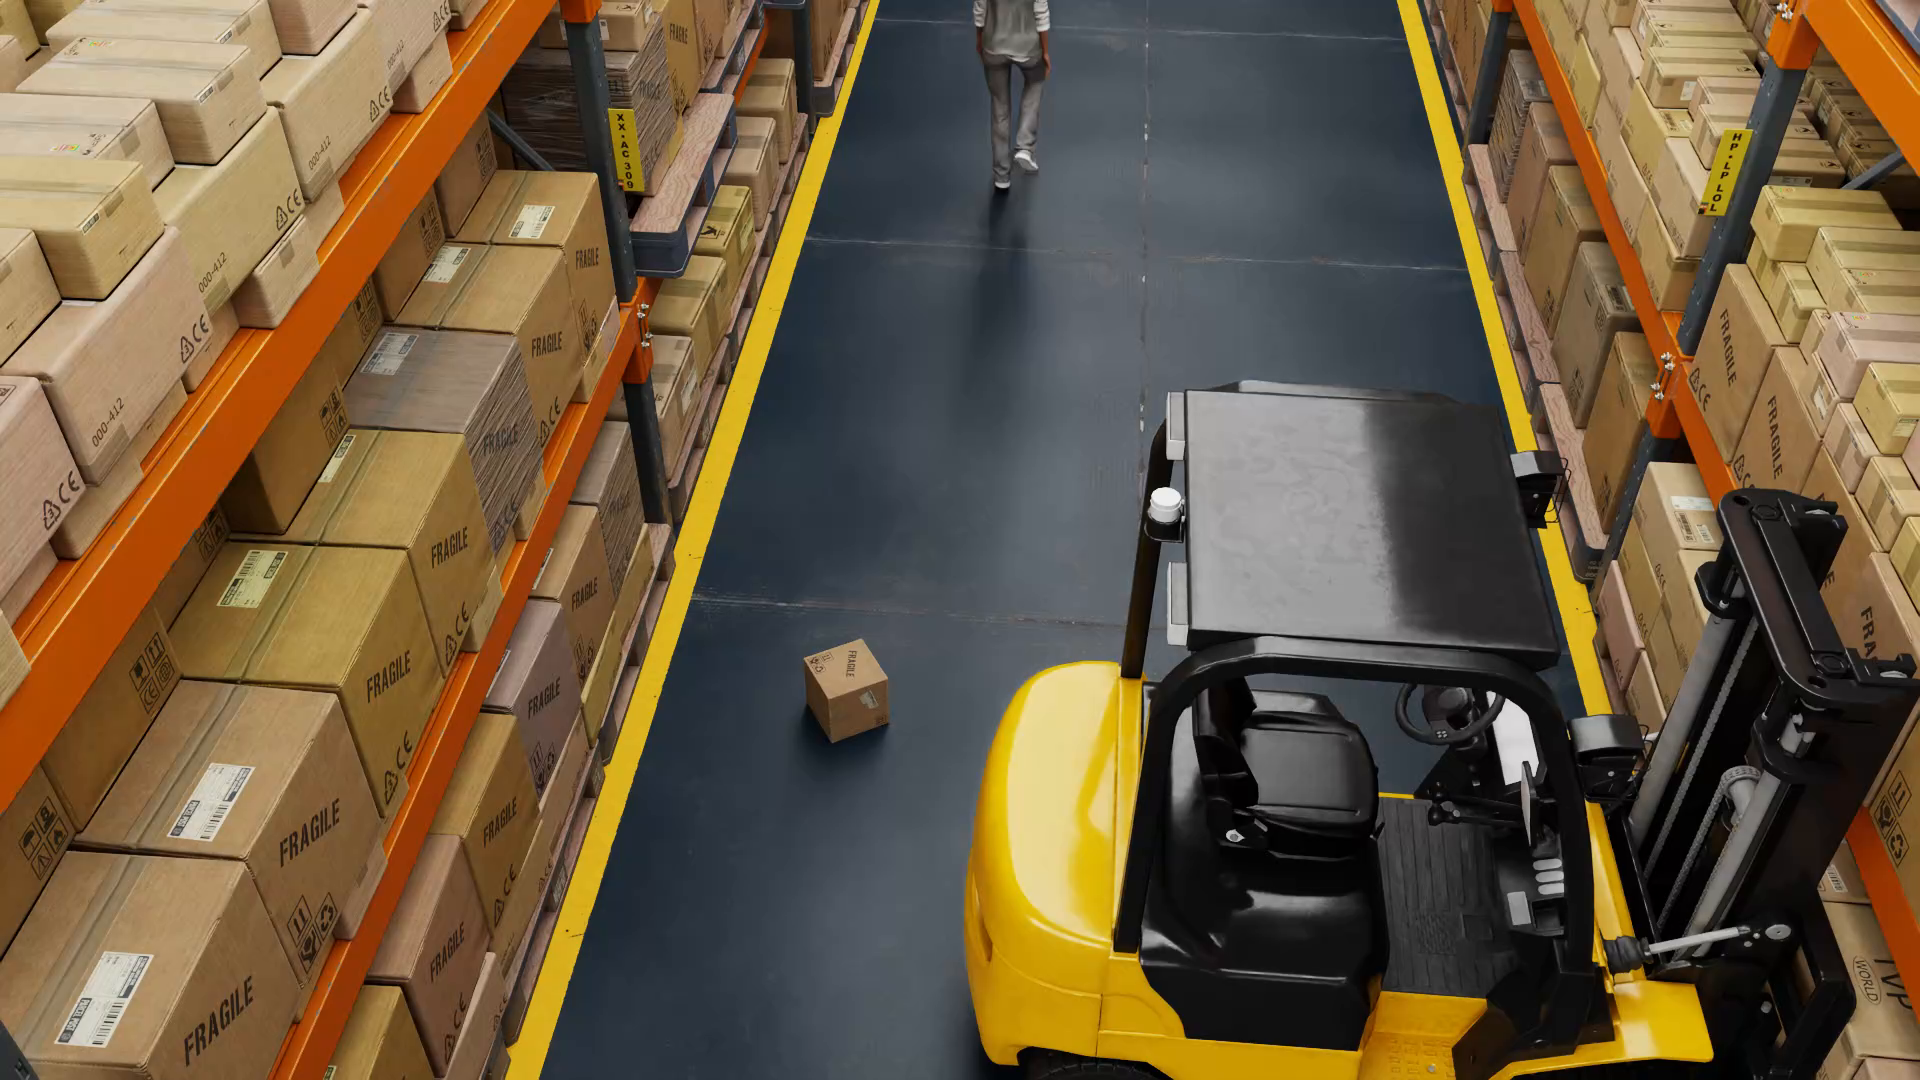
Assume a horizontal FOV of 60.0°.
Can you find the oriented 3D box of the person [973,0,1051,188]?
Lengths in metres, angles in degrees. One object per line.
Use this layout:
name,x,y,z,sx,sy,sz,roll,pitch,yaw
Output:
person,0.295,-2.773,9.371,0.447,1.608,0.470,3,41,3
